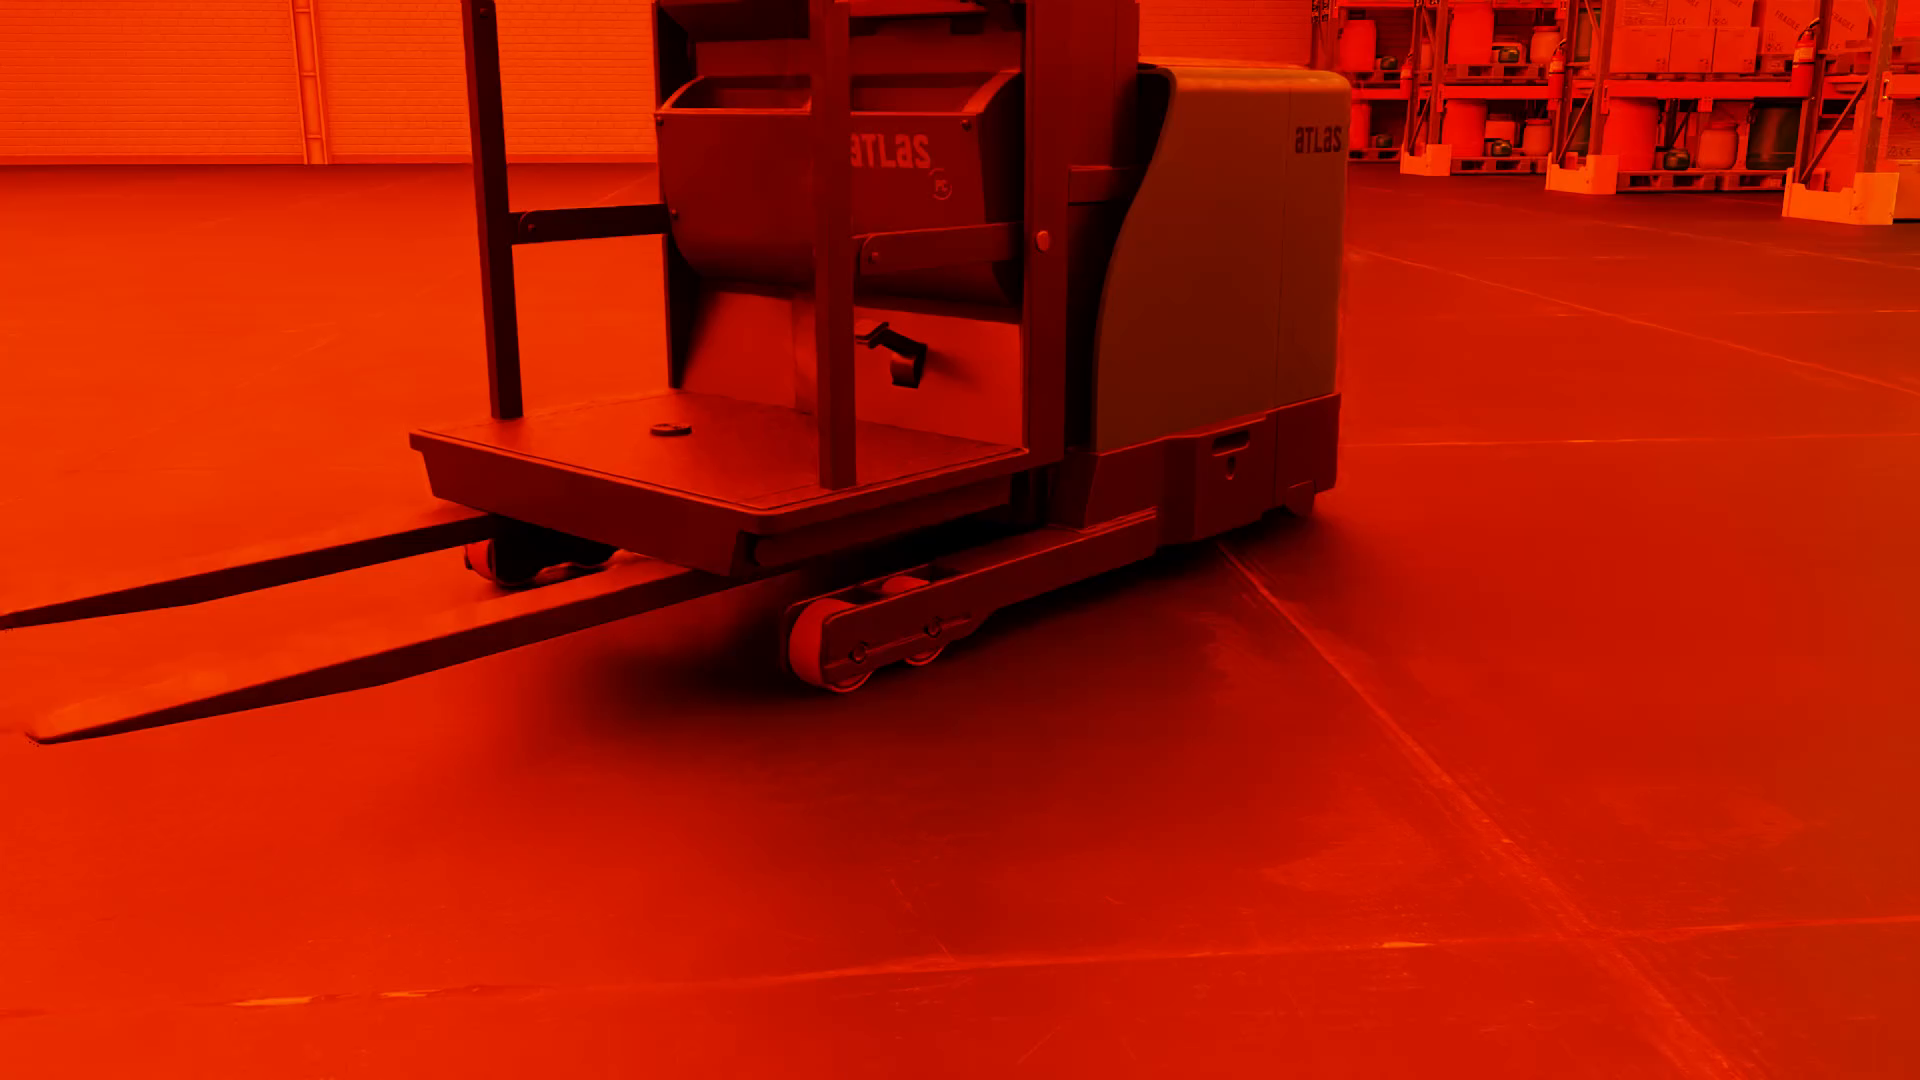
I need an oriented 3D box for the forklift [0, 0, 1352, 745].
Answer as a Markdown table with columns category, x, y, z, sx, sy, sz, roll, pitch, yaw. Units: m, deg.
| category | x | y | z | sx | sy | sz | roll | pitch | yaw |
| --- | --- | --- | --- | --- | --- | --- | --- | --- | --- |
| forklift | -0.406 | -1.293 | 3.090 | 1.130 | 2.935 | 3.031 | 13 | 19 | 40 |
